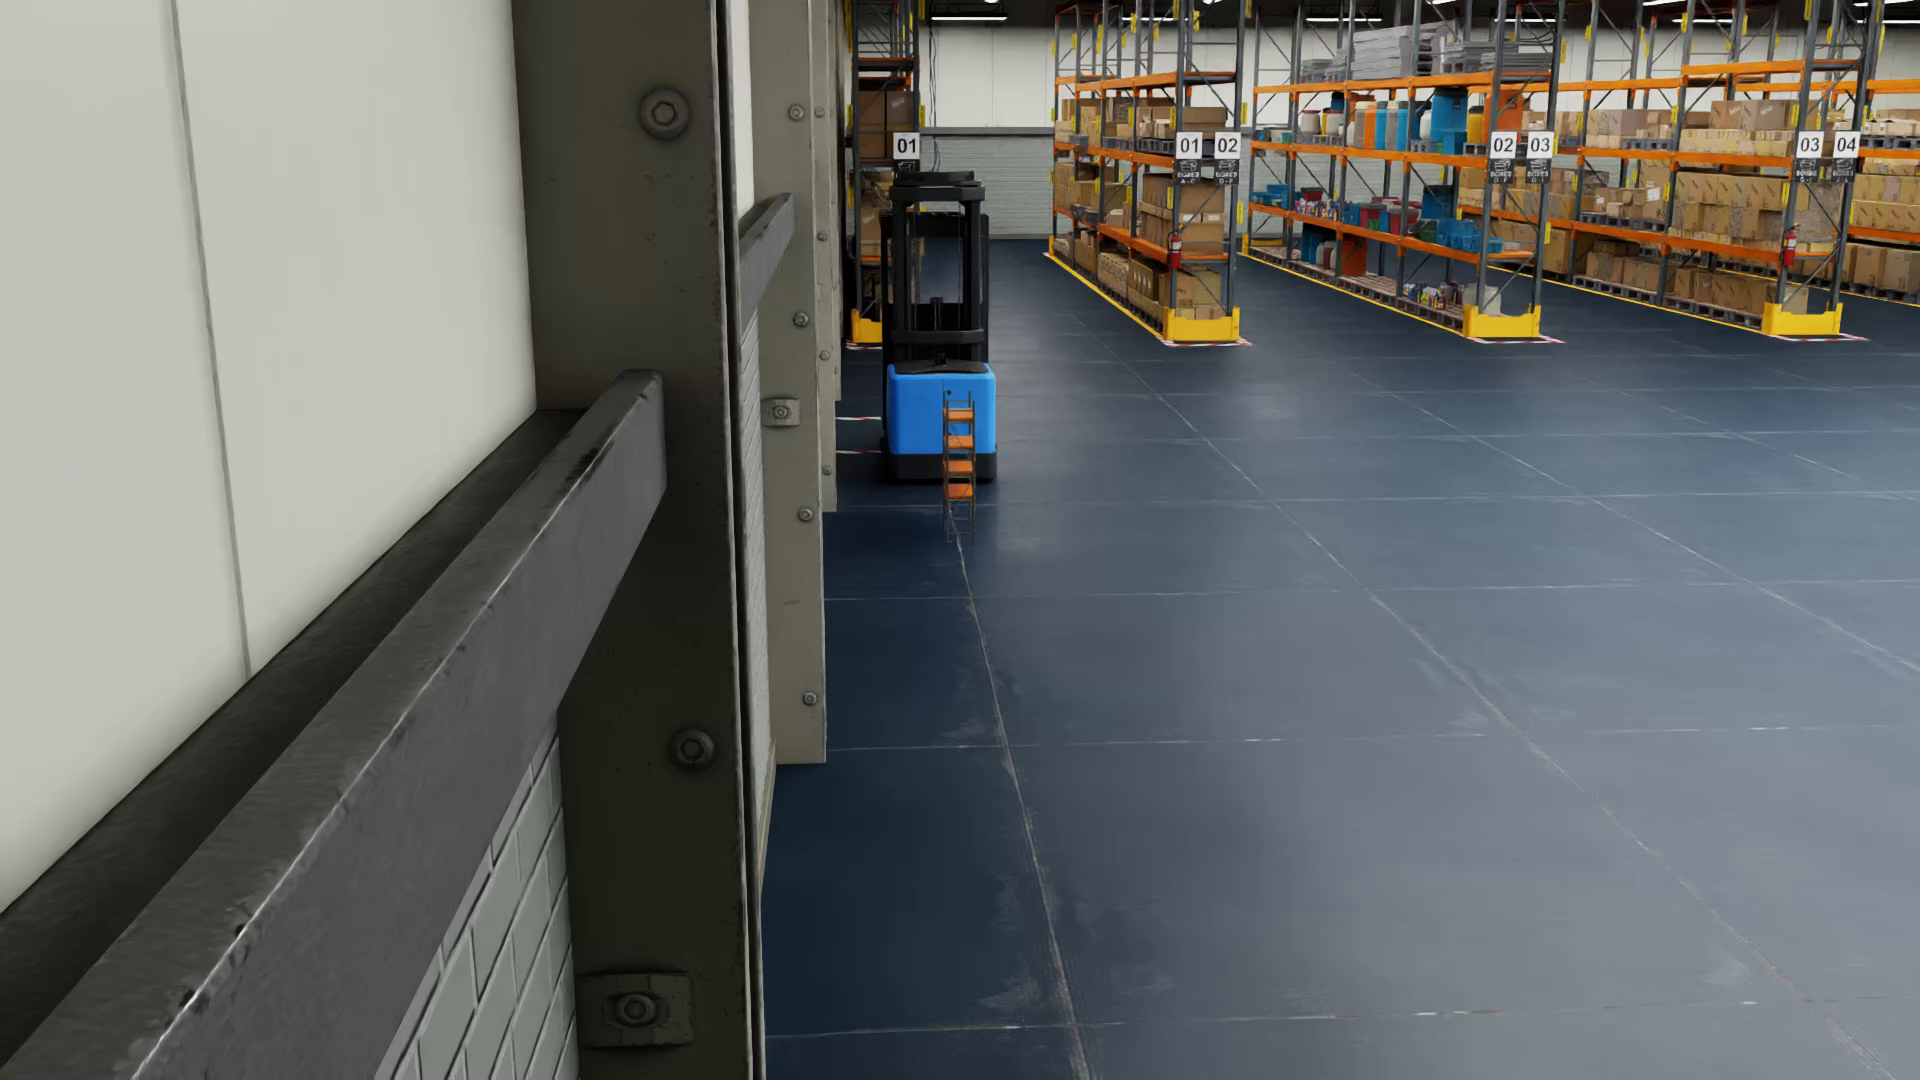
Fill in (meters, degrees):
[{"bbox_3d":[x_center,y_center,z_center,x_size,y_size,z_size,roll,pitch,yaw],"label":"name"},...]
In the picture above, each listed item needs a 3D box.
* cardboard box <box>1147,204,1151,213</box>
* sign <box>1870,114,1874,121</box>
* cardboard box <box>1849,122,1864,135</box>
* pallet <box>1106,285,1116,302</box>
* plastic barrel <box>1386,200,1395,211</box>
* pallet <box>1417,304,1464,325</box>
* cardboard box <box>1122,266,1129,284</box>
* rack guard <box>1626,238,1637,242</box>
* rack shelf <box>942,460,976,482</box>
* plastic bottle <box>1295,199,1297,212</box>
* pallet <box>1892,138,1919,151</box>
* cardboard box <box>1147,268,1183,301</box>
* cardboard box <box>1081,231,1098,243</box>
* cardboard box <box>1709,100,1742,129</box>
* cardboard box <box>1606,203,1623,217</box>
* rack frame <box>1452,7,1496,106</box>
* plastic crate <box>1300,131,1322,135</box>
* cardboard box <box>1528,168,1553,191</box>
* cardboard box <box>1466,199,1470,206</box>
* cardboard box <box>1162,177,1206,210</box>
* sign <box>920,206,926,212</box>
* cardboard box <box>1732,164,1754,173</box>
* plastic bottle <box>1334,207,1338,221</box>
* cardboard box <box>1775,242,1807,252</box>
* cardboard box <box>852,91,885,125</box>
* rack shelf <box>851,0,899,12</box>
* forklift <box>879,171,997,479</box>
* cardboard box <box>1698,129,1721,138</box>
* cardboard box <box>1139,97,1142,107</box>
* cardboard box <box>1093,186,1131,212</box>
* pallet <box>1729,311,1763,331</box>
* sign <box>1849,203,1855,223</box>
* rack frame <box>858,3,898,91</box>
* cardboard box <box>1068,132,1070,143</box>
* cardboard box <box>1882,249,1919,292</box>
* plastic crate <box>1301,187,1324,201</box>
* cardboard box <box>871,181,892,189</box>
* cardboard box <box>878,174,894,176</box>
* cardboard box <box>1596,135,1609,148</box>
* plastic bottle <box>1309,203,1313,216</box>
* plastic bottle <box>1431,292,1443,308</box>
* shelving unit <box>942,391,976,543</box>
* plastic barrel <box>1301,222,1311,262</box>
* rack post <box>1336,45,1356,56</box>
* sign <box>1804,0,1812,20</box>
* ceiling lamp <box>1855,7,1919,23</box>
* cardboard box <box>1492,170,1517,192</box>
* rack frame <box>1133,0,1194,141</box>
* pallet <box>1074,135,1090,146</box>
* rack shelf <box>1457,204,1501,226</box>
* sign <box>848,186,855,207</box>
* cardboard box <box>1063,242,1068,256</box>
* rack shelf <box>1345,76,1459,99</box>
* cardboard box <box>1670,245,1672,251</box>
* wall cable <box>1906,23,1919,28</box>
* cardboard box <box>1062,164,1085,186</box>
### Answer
[{"bbox_3d":[3.451,-5.752,28.859,0.380,0.149,0.250,-1,14,-4],"label":"cardboard box"},{"bbox_3d":[18.727,-8.597,34.203,0.100,0.325,0.005,-1,14,-3],"label":"sign"},{"bbox_3d":[18.029,-8.173,33.009,0.500,0.250,0.500,0,14,-2],"label":"cardboard box"},{"bbox_3d":[3.413,-4.787,32.208,1.003,0.211,1.213,-1,14,-3],"label":"pallet"},{"bbox_3d":[8.576,-6.418,32.726,0.421,0.512,0.421,0,14,0],"label":"plastic barrel"},{"bbox_3d":[8.599,-3.904,28.776,1.003,0.211,1.213,-1,14,-3],"label":"pallet"},{"bbox_3d":[3.265,-4.890,30.564,0.500,0.311,0.500,-1,14,-3],"label":"cardboard box"},{"bbox_3d":[17.682,-7.609,42.597,1.175,0.500,0.348,-1,14,-3],"label":"rack guard"},{"bbox_3d":[-0.010,-0.557,14.054,0.258,0.148,0.480,-1,14,-3],"label":"rack shelf"},{"bbox_3d":[7.622,-7.562,37.630,0.061,0.283,0.133,-1,14,-3],"label":"plastic bottle"},{"bbox_3d":[18.315,-7.441,31.293,0.805,0.209,1.217,-1,15,-6],"label":"pallet"},{"bbox_3d":[3.417,-4.268,27.766,0.500,0.500,0.500,-1,14,-3],"label":"cardboard box"},{"bbox_3d":[2.929,-6.633,36.416,0.500,0.250,0.500,-1,14,-3],"label":"cardboard box"},{"bbox_3d":[13.746,-7.582,29.654,0.500,0.500,0.500,-1,14,-5],"label":"cardboard box"},{"bbox_3d":[13.090,-6.508,32.759,0.500,0.250,0.500,-1,14,-5],"label":"cardboard box"},{"bbox_3d":[12.720,-11.693,41.411,1.000,3.000,0.127,-1,14,-3],"label":"rack frame"},{"bbox_3d":[8.221,-9.418,38.855,0.497,0.269,0.590,-1,14,-3],"label":"plastic crate"},{"bbox_3d":[13.047,-7.997,36.874,0.797,0.503,0.637,-1,14,-3],"label":"cardboard box"},{"bbox_3d":[12.510,-8.190,40.341,0.380,0.149,0.250,-1,14,-5],"label":"cardboard box"},{"bbox_3d":[3.735,-5.718,27.427,0.700,0.500,0.500,-1,14,-3],"label":"cardboard box"},{"bbox_3d":[-0.578,-5.006,25.727,0.100,0.325,0.005,-1,14,-3],"label":"sign"},{"bbox_3d":[18.140,-8.637,38.769,0.500,0.500,0.500,-1,14,-2],"label":"cardboard box"},{"bbox_3d":[7.822,-6.759,34.509,0.061,0.283,0.133,-1,14,-3],"label":"plastic bottle"},{"bbox_3d":[13.488,-4.754,26.988,0.380,0.149,0.250,-1,14,-3],"label":"cardboard box"},{"bbox_3d":[-1.407,-6.677,25.689,0.500,0.500,0.500,0,14,-1],"label":"cardboard box"},{"bbox_3d":[-1.739,-11.232,34.396,1.077,0.370,4.000,-1,14,-3],"label":"rack shelf"},{"bbox_3d":[-0.273,-2.322,17.167,1.130,2.935,3.031,-1,14,-4],"label":"forklift"},{"bbox_3d":[13.257,-7.157,29.305,0.380,0.149,0.250,-1,14,-3],"label":"cardboard box"},{"bbox_3d":[3.519,-7.893,30.616,0.500,0.500,0.500,1,14,2],"label":"cardboard box"},{"bbox_3d":[3.177,-7.052,34.372,0.700,0.500,0.500,-6,16,-22],"label":"cardboard box"},{"bbox_3d":[13.692,-3.679,27.902,1.003,0.211,1.213,-1,14,-3],"label":"pallet"},{"bbox_3d":[14.253,-5.236,26.618,0.100,0.325,0.005,-1,14,-3],"label":"sign"},{"bbox_3d":[-1.863,-10.468,36.653,1.000,3.000,0.127,-1,14,-3],"label":"rack frame"},{"bbox_3d":[2.765,-9.262,38.285,0.500,0.250,0.500,-1,14,-3],"label":"cardboard box"},{"bbox_3d":[18.292,-5.121,31.582,1.050,0.750,0.750,-1,14,-4],"label":"cardboard box"},{"bbox_3d":[8.220,-8.002,38.858,0.402,0.464,0.583,-1,14,-3],"label":"plastic crate"},{"bbox_3d":[-1.564,-7.058,33.055,0.380,0.149,0.250,-3,15,-11],"label":"cardboard box"},{"bbox_3d":[-1.493,-7.635,35.339,0.500,0.250,0.500,-1,14,-5],"label":"cardboard box"},{"bbox_3d":[13.022,-7.929,33.105,0.500,0.250,0.500,-1,14,-2],"label":"cardboard box"},{"bbox_3d":[7.745,-7.247,36.421,0.152,0.276,0.135,-1,14,-3],"label":"plastic bottle"},{"bbox_3d":[8.229,-4.139,28.675,0.152,0.276,0.135,-1,14,-3],"label":"plastic bottle"},{"bbox_3d":[-0.010,-0.622,14.037,0.258,1.200,0.503,-1,14,-3],"label":"shelving unit"},{"bbox_3d":[8.041,-6.768,37.678,0.600,0.901,0.708,-1,14,-3],"label":"plastic barrel"},{"bbox_3d":[8.127,-10.068,34.064,0.624,0.289,0.986,-1,14,-3],"label":"rack post"},{"bbox_3d":[13.156,-8.239,25.796,0.100,0.325,0.005,-1,14,-3],"label":"sign"},{"bbox_3d":[25.076,-15.381,44.031,2.000,3.185,0.800,-1,14,-3],"label":"ceiling lamp"},{"bbox_3d":[12.673,-8.337,38.609,0.500,0.500,0.500,0,14,-2],"label":"cardboard box"},{"bbox_3d":[3.576,-8.556,29.221,1.000,3.000,0.127,-1,14,-3],"label":"rack frame"},{"bbox_3d":[3.118,-8.581,35.714,1.213,0.211,1.003,-1,14,-3],"label":"pallet"},{"bbox_3d":[12.844,-7.941,40.315,1.077,0.370,4.000,-1,14,-3],"label":"rack shelf"},{"bbox_3d":[-1.675,-5.289,25.604,0.100,0.325,0.005,-1,14,-3],"label":"sign"},{"bbox_3d":[2.716,-6.875,39.241,0.500,0.311,0.500,-1,14,-3],"label":"cardboard box"},{"bbox_3d":[8.397,-8.587,31.588,1.077,0.370,4.000,-1,14,-3],"label":"rack shelf"},{"bbox_3d":[17.499,-7.142,40.642,0.380,0.149,0.250,-1,14,-3],"label":"cardboard box"},{"bbox_3d":[28.493,-16.040,47.147,2.988,3.039,0.133,-1,14,-3],"label":"wall cable"},{"bbox_3d":[2.696,-8.673,39.507,0.500,0.500,0.500,-1,14,-4],"label":"cardboard box"}]
